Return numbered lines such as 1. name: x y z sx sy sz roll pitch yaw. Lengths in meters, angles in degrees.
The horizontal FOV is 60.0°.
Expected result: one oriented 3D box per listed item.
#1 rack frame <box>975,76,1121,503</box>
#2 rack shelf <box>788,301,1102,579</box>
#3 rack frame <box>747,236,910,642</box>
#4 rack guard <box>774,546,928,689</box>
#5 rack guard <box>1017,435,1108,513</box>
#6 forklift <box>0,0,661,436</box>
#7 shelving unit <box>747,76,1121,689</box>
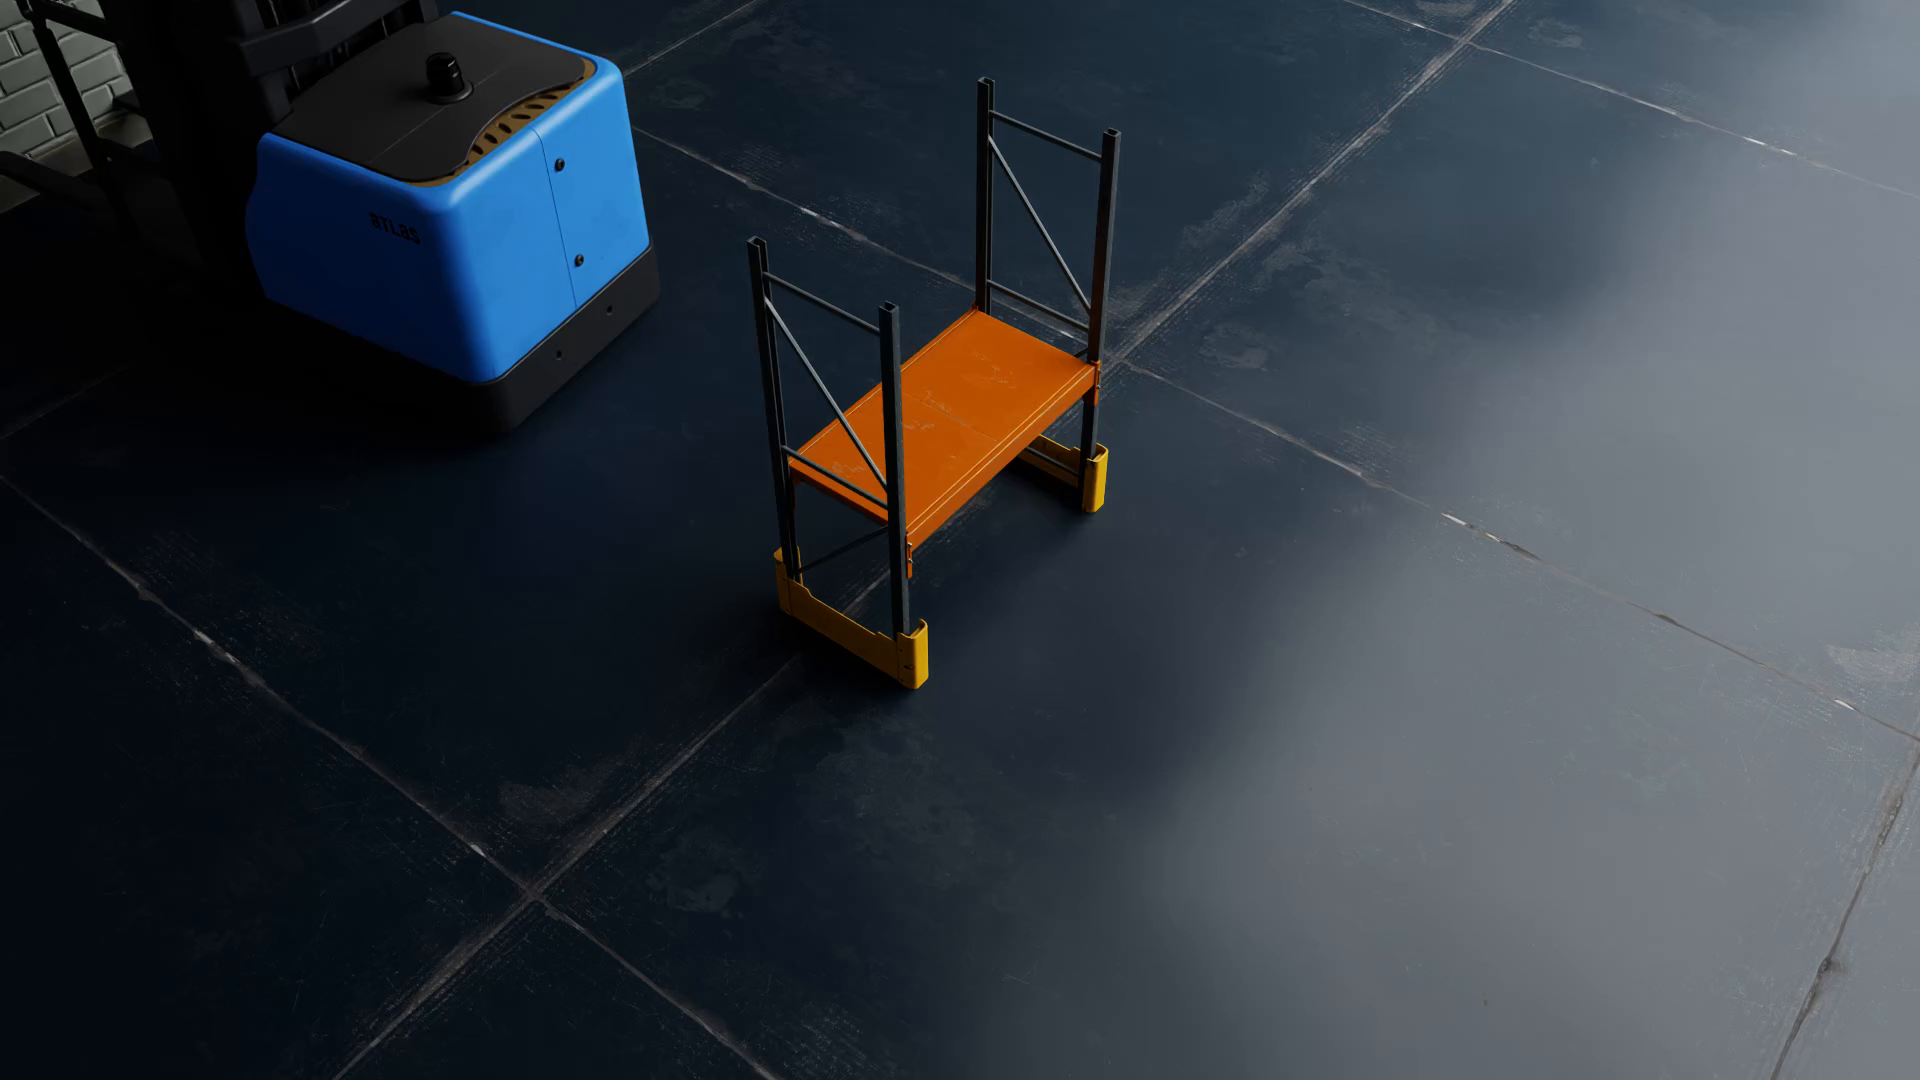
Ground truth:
1. rack frame: 0.259 -0.760 5.439 0.500 1.500 0.032 29 53 25
2. rack shelf: -0.052 -0.345 5.291 0.538 0.185 1.000 29 53 25
3. rack frame: -0.363 -0.178 4.883 0.500 1.500 0.032 29 53 25
4. rack guard: -0.351 0.242 5.346 0.587 0.250 0.087 29 53 25
5. rack guard: 0.258 -0.328 5.890 0.587 0.250 0.087 29 53 25
6. forklift: -2.722 -2.178 5.804 3.031 2.935 1.130 22 50 20
7. shelving unit: -0.047 -0.474 5.166 0.587 1.500 1.083 29 53 25
